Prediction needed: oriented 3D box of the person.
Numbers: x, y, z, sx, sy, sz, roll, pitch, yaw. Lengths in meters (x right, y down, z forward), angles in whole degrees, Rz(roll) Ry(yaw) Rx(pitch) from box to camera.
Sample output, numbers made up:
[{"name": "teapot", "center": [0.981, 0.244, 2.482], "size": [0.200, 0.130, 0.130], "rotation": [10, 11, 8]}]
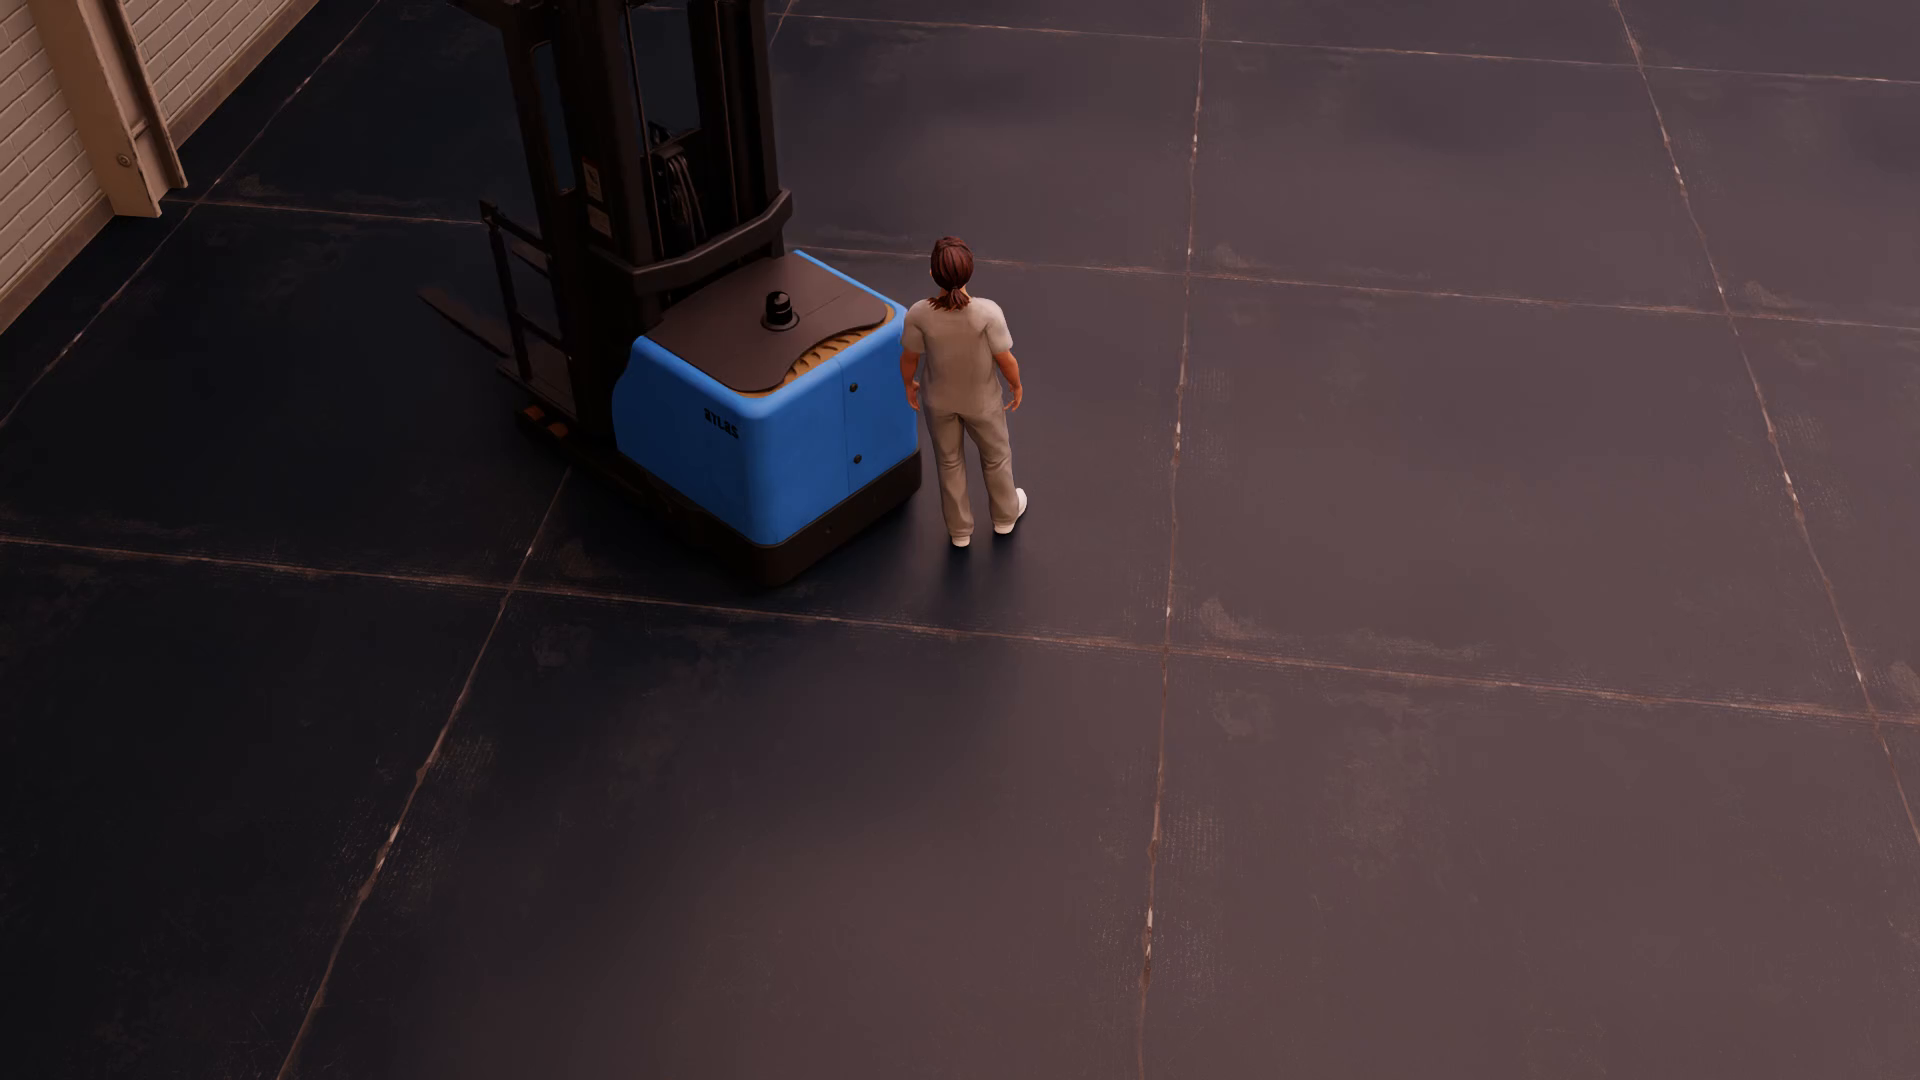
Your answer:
[{"name": "person", "center": [0.024, -0.671, 7.372], "size": [0.549, 1.673, 0.548], "rotation": [5, 43, 6]}]

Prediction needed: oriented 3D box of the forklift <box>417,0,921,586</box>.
[{"name": "forklift", "center": [-1.615, -1.741, 7.619], "size": [3.031, 2.935, 1.130], "rotation": [32, 51, 30]}]
